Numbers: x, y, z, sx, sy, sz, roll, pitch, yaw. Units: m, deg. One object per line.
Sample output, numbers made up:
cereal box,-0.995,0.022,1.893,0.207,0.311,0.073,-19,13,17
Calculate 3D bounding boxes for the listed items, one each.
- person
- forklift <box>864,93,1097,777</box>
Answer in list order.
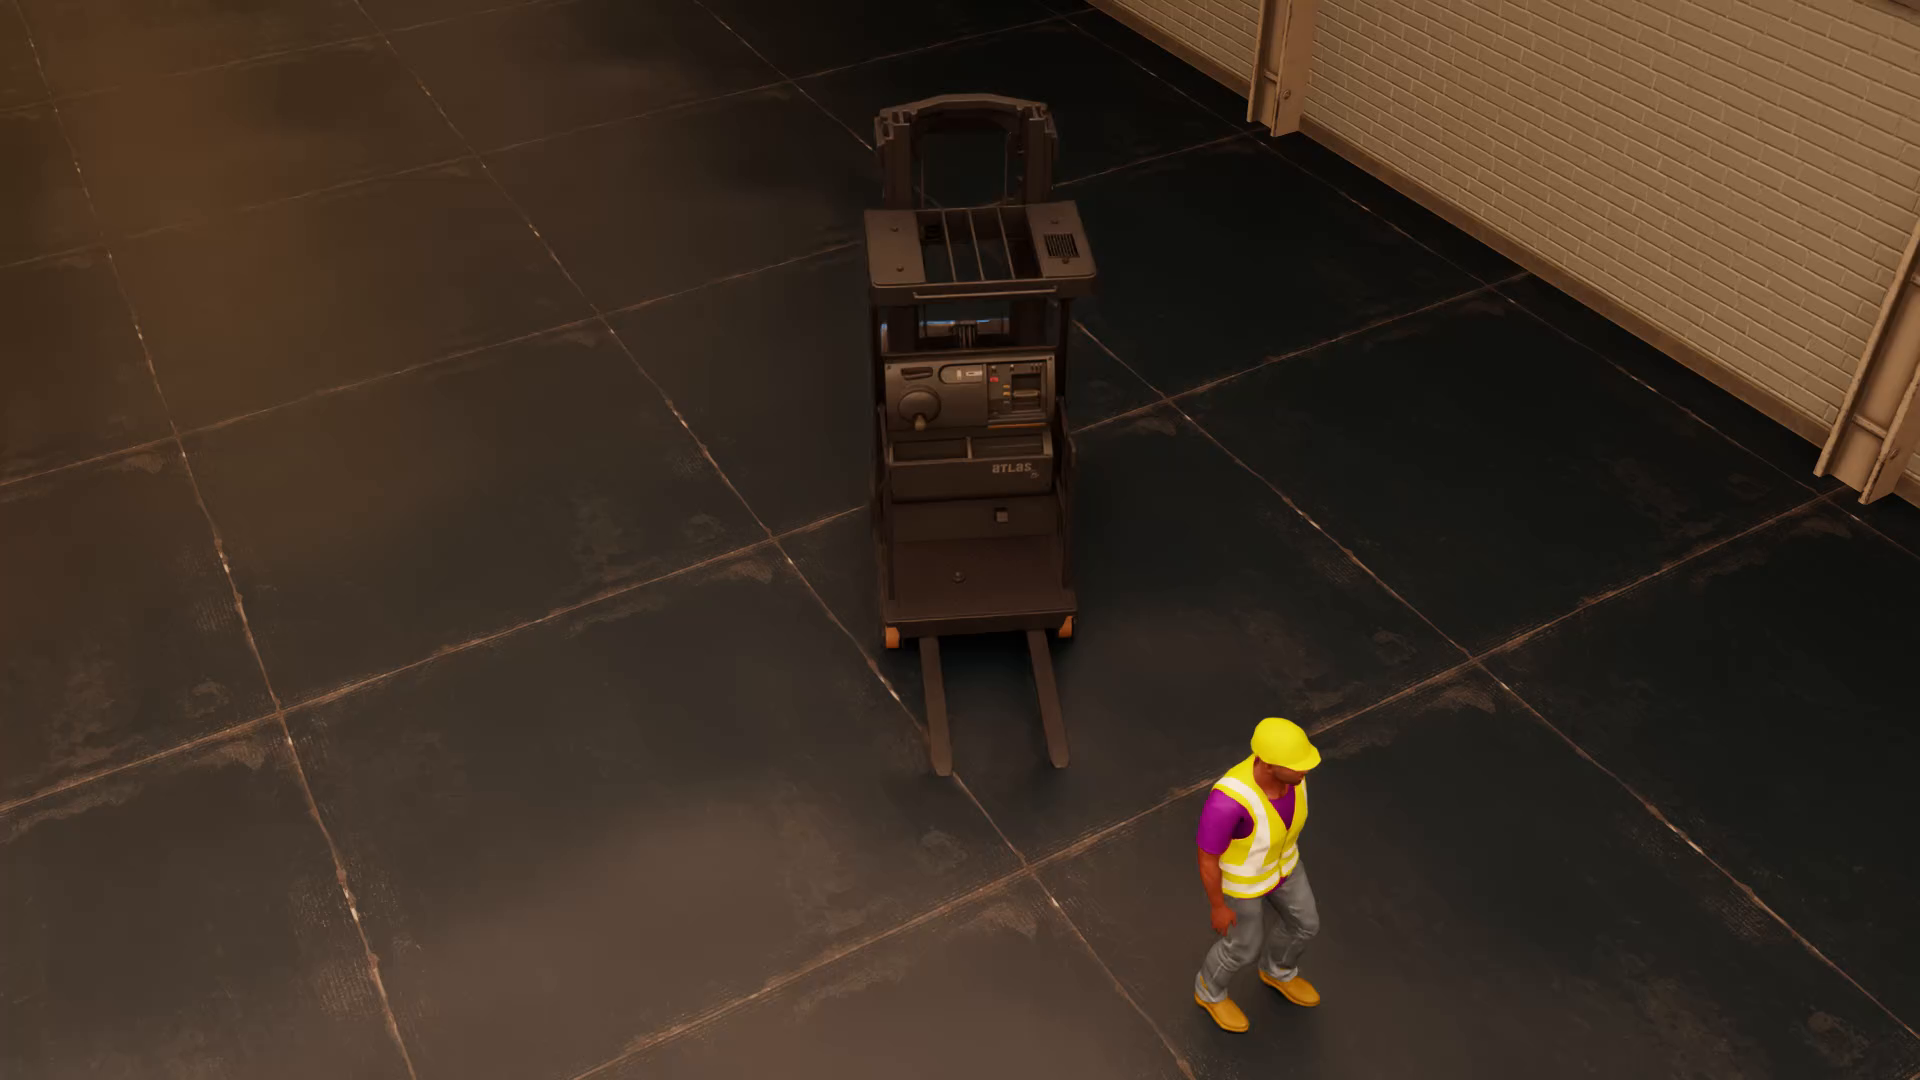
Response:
person,1.332,1.463,7.195,0.657,1.756,0.514,-31,49,-32
forklift,0.079,-0.729,8.915,1.130,2.935,3.031,-3,40,-4
